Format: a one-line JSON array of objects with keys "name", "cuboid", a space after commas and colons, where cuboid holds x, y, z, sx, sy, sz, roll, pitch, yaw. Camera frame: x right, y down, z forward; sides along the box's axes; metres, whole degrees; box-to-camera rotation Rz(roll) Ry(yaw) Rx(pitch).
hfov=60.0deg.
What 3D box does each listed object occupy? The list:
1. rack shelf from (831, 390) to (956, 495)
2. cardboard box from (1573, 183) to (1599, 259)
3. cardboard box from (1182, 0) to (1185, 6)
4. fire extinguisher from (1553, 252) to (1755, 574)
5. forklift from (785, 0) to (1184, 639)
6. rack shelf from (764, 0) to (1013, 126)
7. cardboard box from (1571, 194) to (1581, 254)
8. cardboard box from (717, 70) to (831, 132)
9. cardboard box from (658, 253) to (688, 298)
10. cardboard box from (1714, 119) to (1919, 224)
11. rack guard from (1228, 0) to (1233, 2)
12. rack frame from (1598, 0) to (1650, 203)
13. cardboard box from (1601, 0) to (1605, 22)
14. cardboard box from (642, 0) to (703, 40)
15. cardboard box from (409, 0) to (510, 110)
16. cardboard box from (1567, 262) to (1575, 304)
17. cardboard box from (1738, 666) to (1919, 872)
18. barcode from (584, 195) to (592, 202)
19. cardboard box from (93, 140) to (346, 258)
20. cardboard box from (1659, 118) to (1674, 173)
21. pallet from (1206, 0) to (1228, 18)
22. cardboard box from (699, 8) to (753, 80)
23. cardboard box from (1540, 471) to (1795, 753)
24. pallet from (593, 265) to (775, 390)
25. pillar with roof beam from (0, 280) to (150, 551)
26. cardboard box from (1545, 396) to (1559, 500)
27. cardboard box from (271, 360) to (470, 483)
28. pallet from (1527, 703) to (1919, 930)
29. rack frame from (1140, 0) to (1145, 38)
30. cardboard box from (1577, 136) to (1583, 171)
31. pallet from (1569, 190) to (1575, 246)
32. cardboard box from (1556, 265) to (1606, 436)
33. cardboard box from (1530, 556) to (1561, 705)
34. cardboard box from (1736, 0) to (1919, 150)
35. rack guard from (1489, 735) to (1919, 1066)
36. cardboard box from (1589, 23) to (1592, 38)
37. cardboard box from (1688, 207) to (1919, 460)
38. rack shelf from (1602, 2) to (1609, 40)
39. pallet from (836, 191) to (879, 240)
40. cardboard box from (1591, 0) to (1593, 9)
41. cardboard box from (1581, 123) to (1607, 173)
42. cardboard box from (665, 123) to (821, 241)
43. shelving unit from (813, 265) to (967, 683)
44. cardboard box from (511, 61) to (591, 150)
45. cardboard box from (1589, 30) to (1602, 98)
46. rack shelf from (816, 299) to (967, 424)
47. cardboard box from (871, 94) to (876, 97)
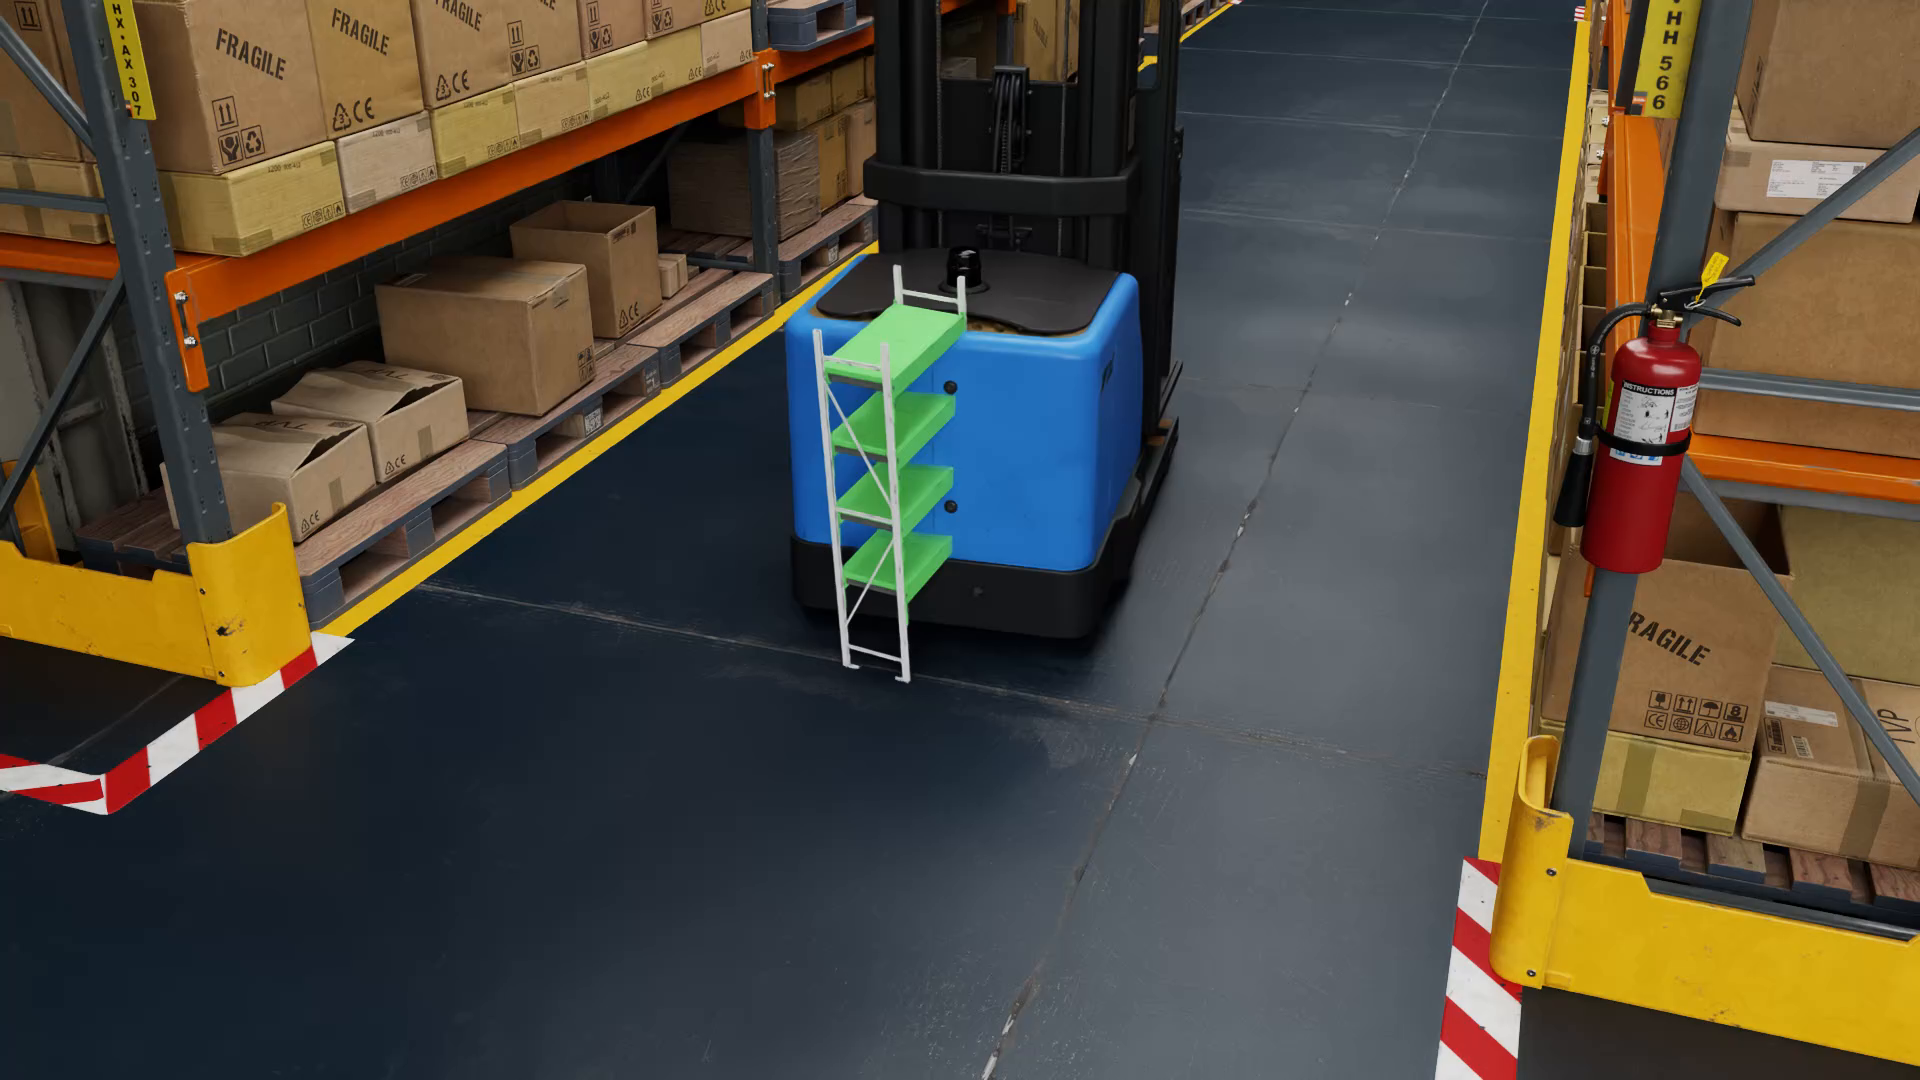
[{"name": "rack shelf", "cuboid": [-0.188, -0.342, 5.121, 0.258, 0.148, 0.480, 13, 36, 23]}, {"name": "cardboard box", "cuboid": [3.265, -1.551, 8.042, 0.500, 0.311, 0.500, 10, 27, 19]}, {"name": "cardboard box", "cuboid": [1.911, -5.702, 16.972, 0.700, 0.500, 0.500, 9, 27, 19]}, {"name": "fire extinguisher", "cuboid": [1.425, -0.265, 3.444, 0.296, 0.674, 0.183, 9, 27, 17]}, {"name": "forklift", "cuboid": [0.296, -1.617, 6.227, 1.130, 2.935, 3.031, 6, 27, 13]}, {"name": "rack shelf", "cuboid": [-0.774, -3.140, 10.118, 1.077, 0.370, 4.000, 9, 27, 17]}, {"name": "cardboard box", "cuboid": [3.608, -1.716, 9.024, 0.500, 0.250, 0.500, 9, 27, 18]}, {"name": "cardboard box", "cuboid": [-1.067, -2.538, 9.554, 0.500, 0.250, 0.500, 8, 27, 16]}, {"name": "cardboard box", "cuboid": [-1.589, -1.340, 8.322, 0.380, 0.166, 0.250, 5, 26, 11]}, {"name": "cardboard box", "cuboid": [1.849, -0.803, 3.607, 0.380, 0.149, 0.250, 8, 27, 17]}, {"name": "rack guard", "cuboid": [2.562, -6.458, 19.014, 1.175, 0.500, 0.348, 9, 27, 17]}, {"name": "rack frame", "cuboid": [3.233, -1.925, 6.783, 1.000, 3.000, 0.127, 9, 27, 17]}, {"name": "cardboard box", "cuboid": [5.172, -4.048, 12.673, 0.500, 0.250, 0.500, 9, 27, 18]}, {"name": "cardboard box", "cuboid": [-1.466, -2.476, 7.210, 0.500, 0.500, 0.500, 9, 27, 17]}, {"name": "cardboard box", "cuboid": [-1.977, -1.843, 5.902, 0.500, 0.500, 0.500, 8, 27, 16]}, {"name": "cardboard box", "cuboid": [3.098, -1.089, 7.730, 0.500, 0.250, 0.500, 8, 27, 17]}, {"name": "cardboard box", "cuboid": [2.290, 0.579, 4.285, 0.500, 0.250, 0.500, 9, 27, 17]}, {"name": "barcode", "cuboid": [-1.846, -1.672, 8.257, 0.001, 0.075, 0.075, 9, 27, 17]}, {"name": "cardboard box", "cuboid": [-2.309, -1.094, 5.216, 0.500, 0.250, 0.500, 8, 27, 16]}, {"name": "cardboard box", "cuboid": [2.922, -1.569, 5.933, 0.700, 0.500, 0.500, 8, 27, 17]}, {"name": "pallet", "cuboid": [2.361, -5.978, 18.355, 1.003, 0.211, 1.213, 9, 27, 17]}, {"name": "cardboard box", "cuboid": [-1.311, -2.345, 7.799, 0.500, 0.250, 0.500, 9, 27, 18]}, {"name": "cardboard box", "cuboid": [1.800, 0.166, 4.277, 0.500, 0.500, 0.500, 9, 27, 17]}, {"name": "pallet", "cuboid": [-1.630, -1.105, 8.291, 1.003, 0.211, 1.213, 9, 27, 17]}, {"name": "pillar with roof beam", "cuboid": [0.706, -3.487, 3.125, 9.100, 9.000, 0.400, 9, 27, 17]}, {"name": "cardboard box", "cuboid": [2.450, -0.320, 6.143, 0.500, 0.250, 0.500, 9, 27, 17]}, {"name": "cardboard box", "cuboid": [-2.266, -0.491, 6.403, 0.500, 0.311, 0.500, 11, 28, 22]}, {"name": "pallet", "cuboid": [2.117, 0.654, 4.658, 1.003, 0.211, 1.213, 9, 27, 17]}, {"name": "rack frame", "cuboid": [1.223, -5.929, 15.054, 1.000, 3.000, 0.127, 9, 27, 17]}, {"name": "cardboard box", "cuboid": [4.113, -2.347, 10.330, 0.500, 0.250, 0.500, 9, 27, 17]}, {"name": "pallet", "cuboid": [4.253, -1.981, 10.099, 1.003, 0.211, 1.213, 9, 27, 17]}, {"name": "cardboard box", "cuboid": [2.451, -0.658, 5.979, 0.500, 0.500, 0.500, 9, 27, 17]}, {"name": "cardboard box", "cuboid": [1.957, 0.297, 4.868, 0.500, 0.250, 0.500, 9, 27, 17]}, {"name": "cardboard box", "cuboid": [2.087, -1.122, 3.521, 0.700, 0.500, 0.500, 9, 27, 18]}, {"name": "rack guard", "cuboid": [1.894, 0.854, 3.913, 1.175, 0.500, 0.348, 9, 27, 17]}, {"name": "cardboard box", "cuboid": [5.885, -4.565, 15.004, 0.380, 0.149, 0.250, 9, 27, 17]}, {"name": "cardboard box", "cuboid": [2.069, -0.516, 3.759, 0.700, 0.500, 0.500, 9, 27, 17]}, {"name": "rack shelf", "cuboid": [5.230, -4.067, 12.033, 1.077, 0.370, 4.000, 9, 27, 17]}, {"name": "pallet", "cuboid": [-0.778, -2.210, 10.572, 1.003, 0.211, 1.213, 9, 27, 17]}, {"name": "cardboard box", "cuboid": [6.611, -5.429, 16.671, 0.500, 0.250, 0.500, 9, 27, 17]}, {"name": "cardboard box", "cuboid": [3.774, -2.173, 9.327, 0.500, 0.311, 0.500, 8, 27, 16]}, {"name": "cardboard box", "cuboid": [-1.210, -2.019, 9.342, 0.700, 0.500, 0.500, 10, 27, 19]}, {"name": "shelving unit", "cuboid": [-0.182, -0.194, 5.216, 0.258, 1.200, 0.503, 13, 36, 23]}, {"name": "cardboard box", "cuboid": [-1.804, -1.725, 6.520, 0.500, 0.250, 0.500, 9, 27, 18]}, {"name": "cardboard box", "cuboid": [4.995, -3.489, 12.378, 0.500, 0.500, 0.500, 8, 27, 15]}, {"name": "rack shelf", "cuboid": [-0.196, -0.543, 4.990, 0.258, 0.148, 0.480, 13, 36, 23]}, {"name": "cardboard box", "cuboid": [-0.719, -2.652, 10.648, 0.700, 0.500, 0.500, 9, 27, 17]}]
